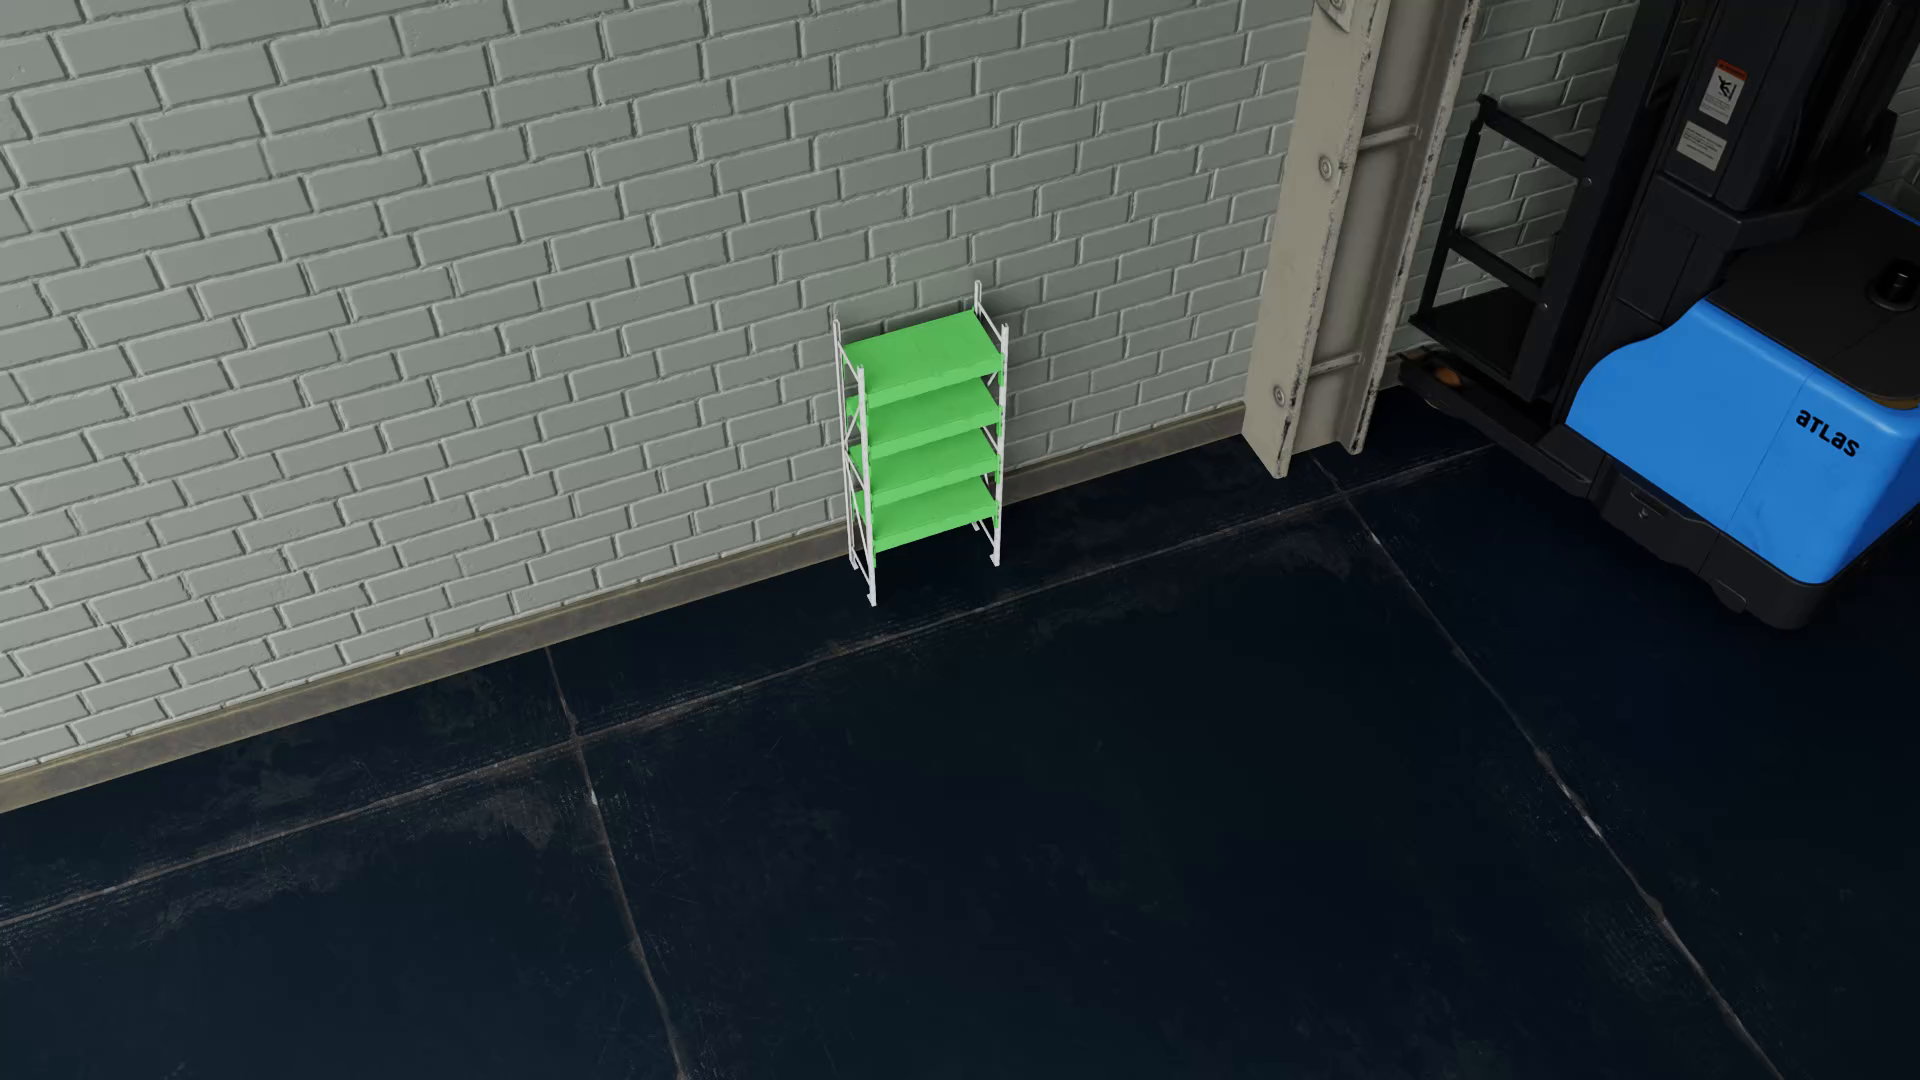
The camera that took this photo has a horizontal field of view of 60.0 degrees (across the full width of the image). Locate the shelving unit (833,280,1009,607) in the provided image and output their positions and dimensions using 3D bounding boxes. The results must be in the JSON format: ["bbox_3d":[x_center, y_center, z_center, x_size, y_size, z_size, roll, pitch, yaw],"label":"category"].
[{"bbox_3d":[-0.128,-0.301,5.714,0.503,1.200,0.258,-18,53,-15],"label":"shelving unit"}]

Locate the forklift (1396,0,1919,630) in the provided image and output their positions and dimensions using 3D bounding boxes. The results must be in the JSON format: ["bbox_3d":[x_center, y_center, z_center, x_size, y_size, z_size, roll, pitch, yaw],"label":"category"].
[{"bbox_3d":[2.370,-1.699,5.777,1.130,2.935,3.031,-32,56,-24],"label":"forklift"}]

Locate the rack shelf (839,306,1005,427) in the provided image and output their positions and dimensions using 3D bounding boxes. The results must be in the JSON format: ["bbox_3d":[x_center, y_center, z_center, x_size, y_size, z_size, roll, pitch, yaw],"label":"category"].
[{"bbox_3d":[-0.125,-0.566,5.394,0.480,0.148,0.258,-18,53,-15],"label":"rack shelf"}]

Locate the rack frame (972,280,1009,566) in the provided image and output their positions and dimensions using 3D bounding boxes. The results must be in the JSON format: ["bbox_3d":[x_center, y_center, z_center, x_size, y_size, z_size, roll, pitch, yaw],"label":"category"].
[{"bbox_3d":[0.097,-0.372,5.775,0.015,1.200,0.240,-18,53,-15],"label":"rack frame"}]

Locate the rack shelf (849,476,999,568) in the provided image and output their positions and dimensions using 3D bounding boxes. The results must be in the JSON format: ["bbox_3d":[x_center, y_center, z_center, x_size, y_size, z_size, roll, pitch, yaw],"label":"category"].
[{"bbox_3d":[-0.130,-0.107,5.948,0.480,0.148,0.258,-18,53,-15],"label":"rack shelf"}]

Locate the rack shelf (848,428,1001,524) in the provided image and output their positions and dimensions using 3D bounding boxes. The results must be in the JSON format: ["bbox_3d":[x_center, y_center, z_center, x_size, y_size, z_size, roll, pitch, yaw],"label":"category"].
[{"bbox_3d":[-0.129,-0.260,5.763,0.480,0.148,0.258,-18,53,-15],"label":"rack shelf"}]

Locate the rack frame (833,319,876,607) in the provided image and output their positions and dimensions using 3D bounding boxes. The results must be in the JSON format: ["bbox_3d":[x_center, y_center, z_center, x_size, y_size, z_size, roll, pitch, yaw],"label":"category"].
[{"bbox_3d":[-0.353,-0.229,5.652,0.015,1.200,0.240,-18,53,-15],"label":"rack frame"}]

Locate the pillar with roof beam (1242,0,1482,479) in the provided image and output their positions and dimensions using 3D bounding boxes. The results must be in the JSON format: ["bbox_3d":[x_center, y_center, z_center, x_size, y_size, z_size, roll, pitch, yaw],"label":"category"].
[{"bbox_3d":[2.976,-0.309,0.584,0.400,9.000,9.100,-17,52,-14],"label":"pillar with roof beam"}]

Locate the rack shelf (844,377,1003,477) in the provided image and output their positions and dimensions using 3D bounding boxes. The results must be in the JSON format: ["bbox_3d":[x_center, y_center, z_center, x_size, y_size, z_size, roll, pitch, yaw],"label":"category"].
[{"bbox_3d":[-0.127,-0.413,5.578,0.480,0.148,0.258,-18,53,-15],"label":"rack shelf"}]
